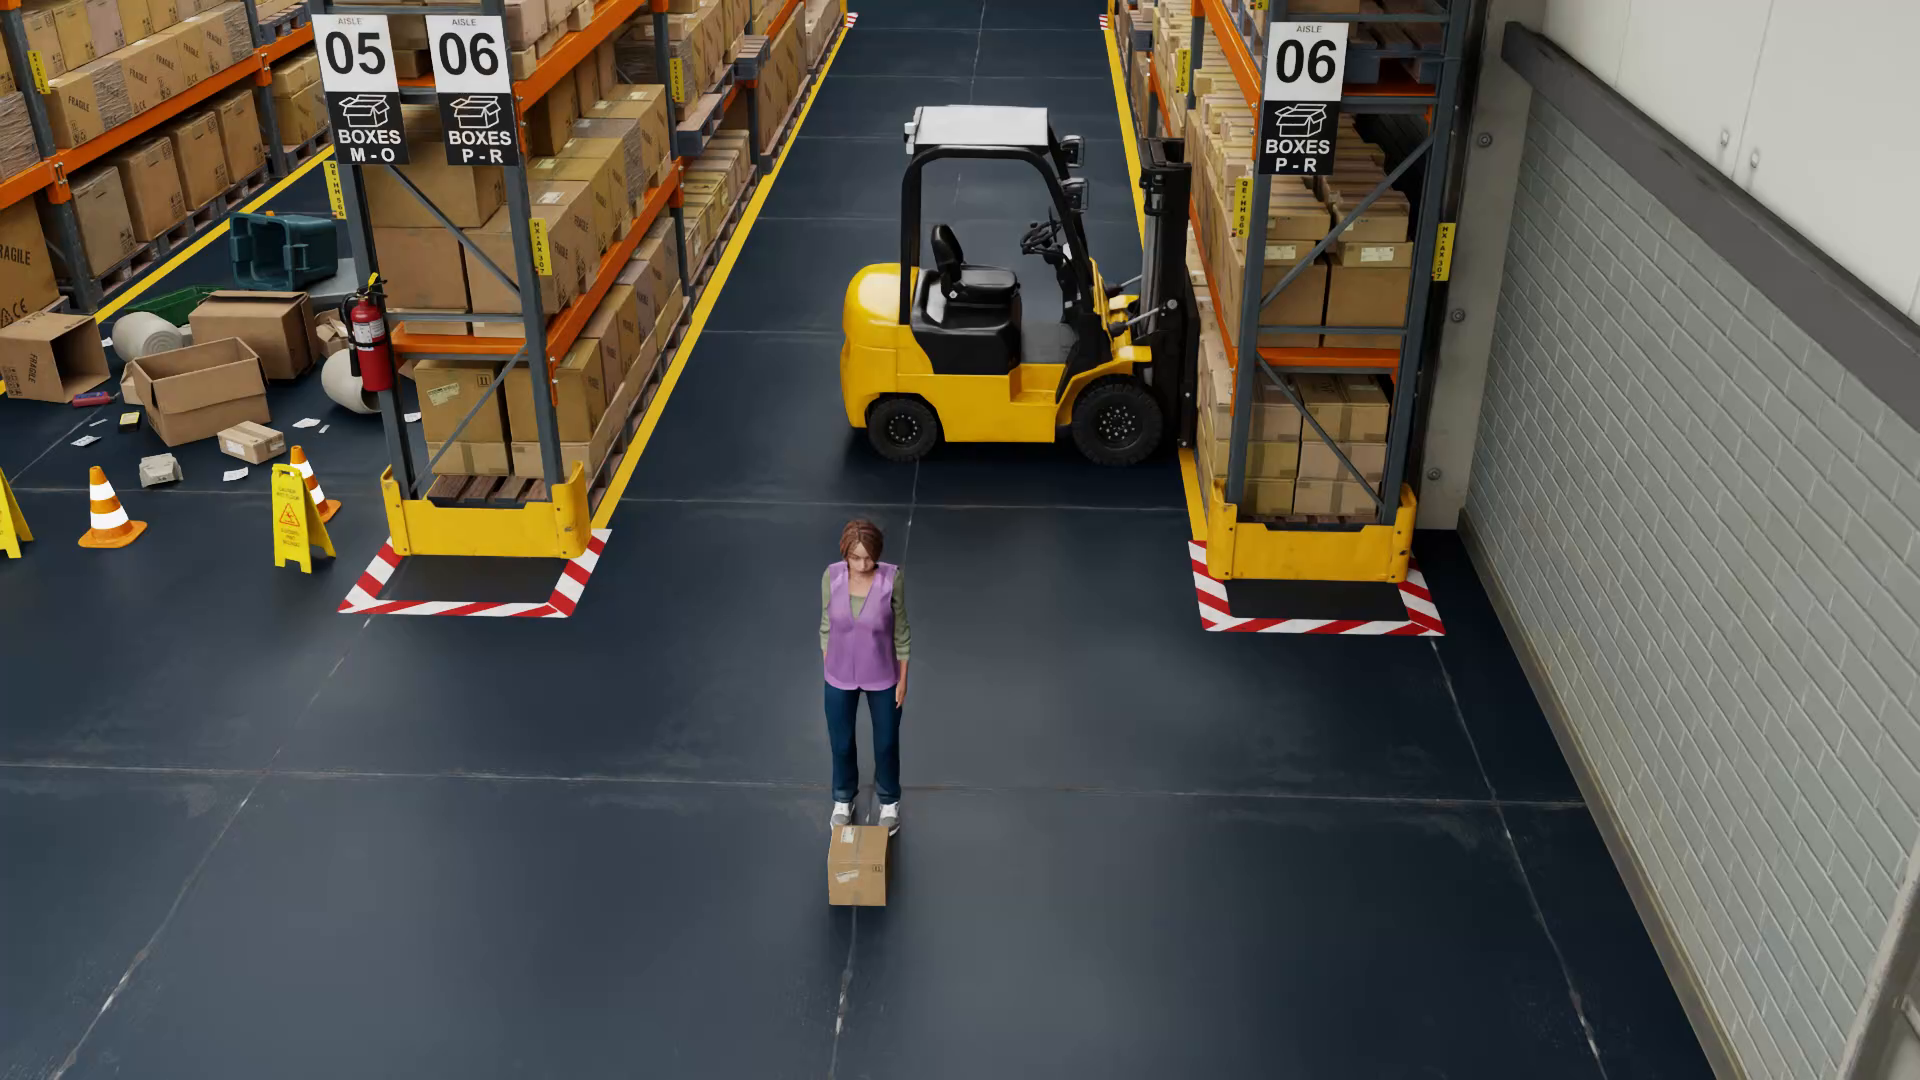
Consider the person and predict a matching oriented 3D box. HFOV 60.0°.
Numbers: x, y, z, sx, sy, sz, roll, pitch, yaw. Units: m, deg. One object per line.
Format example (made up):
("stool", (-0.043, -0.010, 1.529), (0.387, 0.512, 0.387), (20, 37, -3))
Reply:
("person", (-0.421, 0.622, 7.490), (0.391, 1.592, 0.304), (2, 28, 3))
